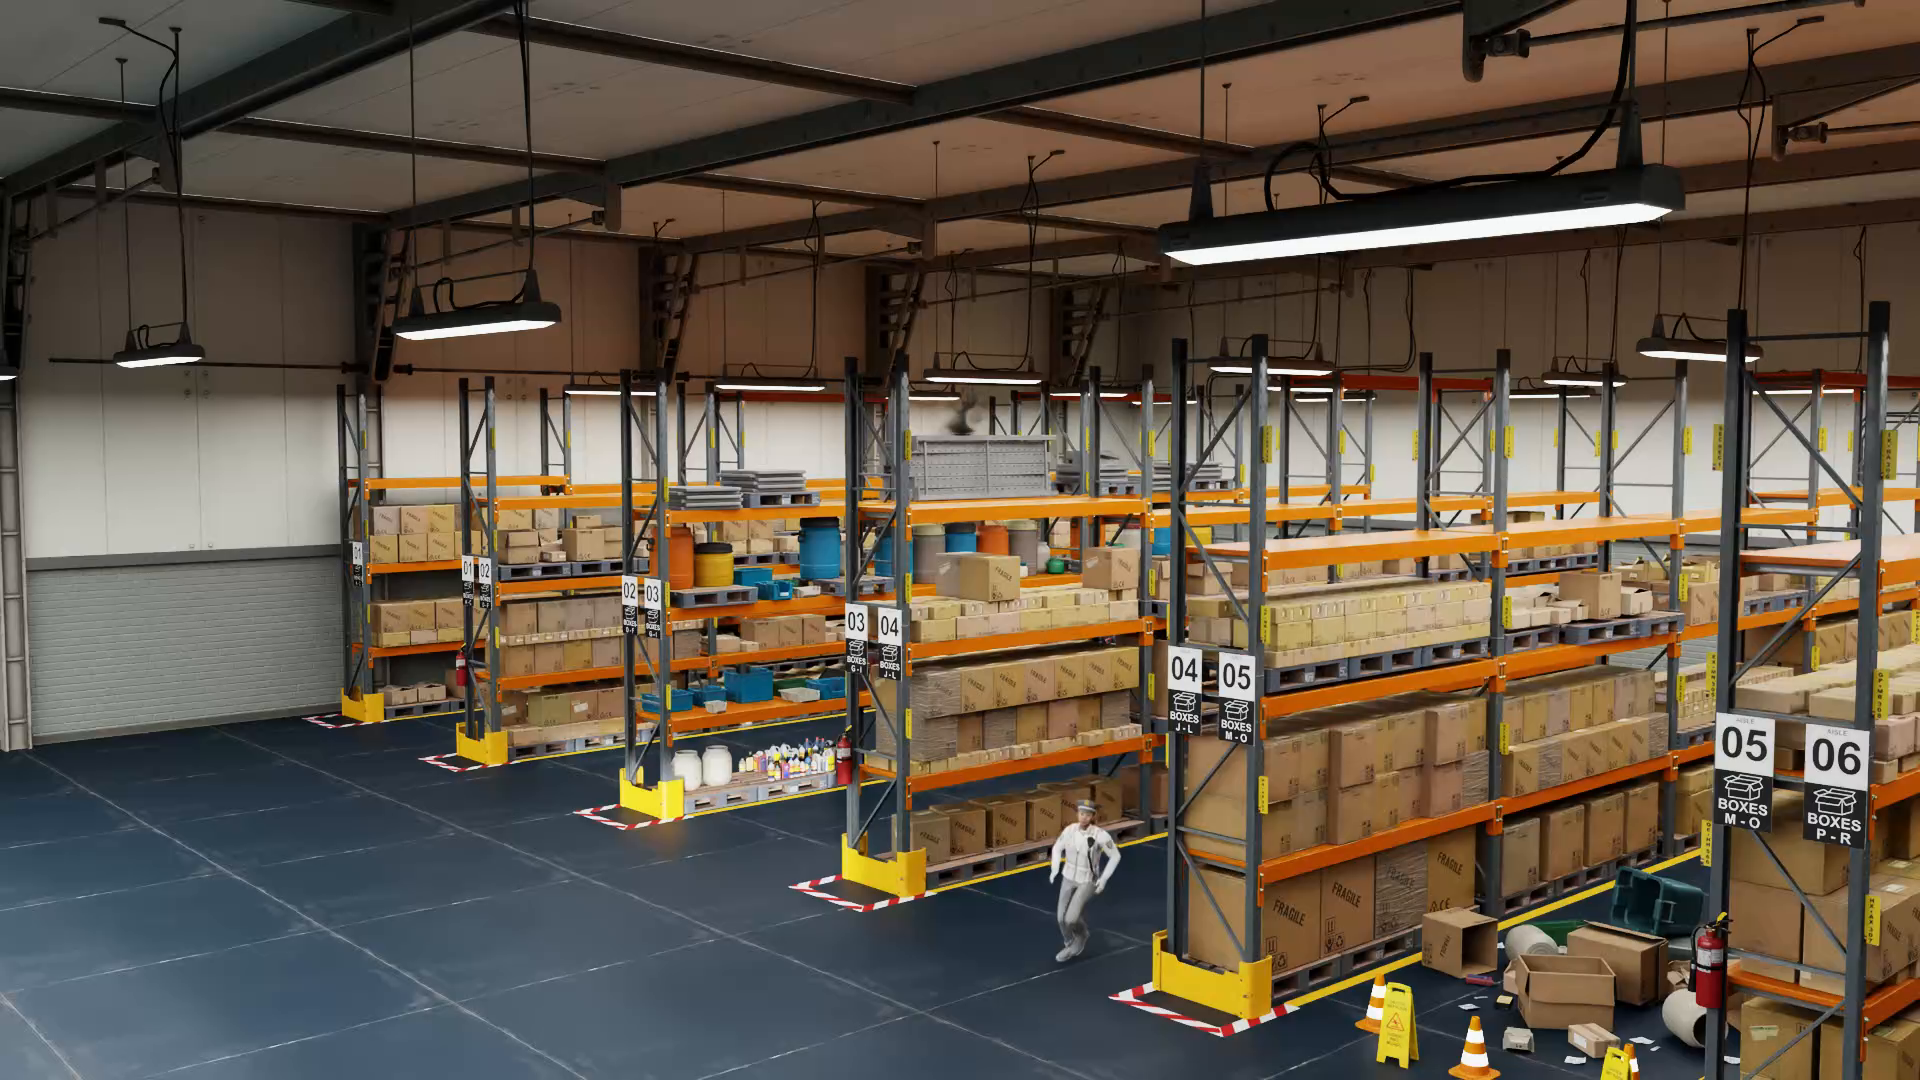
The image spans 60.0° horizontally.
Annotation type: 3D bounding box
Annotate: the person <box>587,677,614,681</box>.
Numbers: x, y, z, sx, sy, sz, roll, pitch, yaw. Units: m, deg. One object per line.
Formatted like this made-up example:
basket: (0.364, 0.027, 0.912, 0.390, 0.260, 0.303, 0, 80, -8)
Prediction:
person: (-6.366, 2.405, 29.491, 0.670, 1.674, 0.581, -4, 5, -45)

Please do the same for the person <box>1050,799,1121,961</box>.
person: (1.160, 3.302, 16.054, 0.674, 1.647, 0.522, 3, 5, 34)

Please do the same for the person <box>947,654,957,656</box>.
person: (-0.248, 2.465, 28.301, 0.663, 1.684, 0.659, -4, 5, -44)
